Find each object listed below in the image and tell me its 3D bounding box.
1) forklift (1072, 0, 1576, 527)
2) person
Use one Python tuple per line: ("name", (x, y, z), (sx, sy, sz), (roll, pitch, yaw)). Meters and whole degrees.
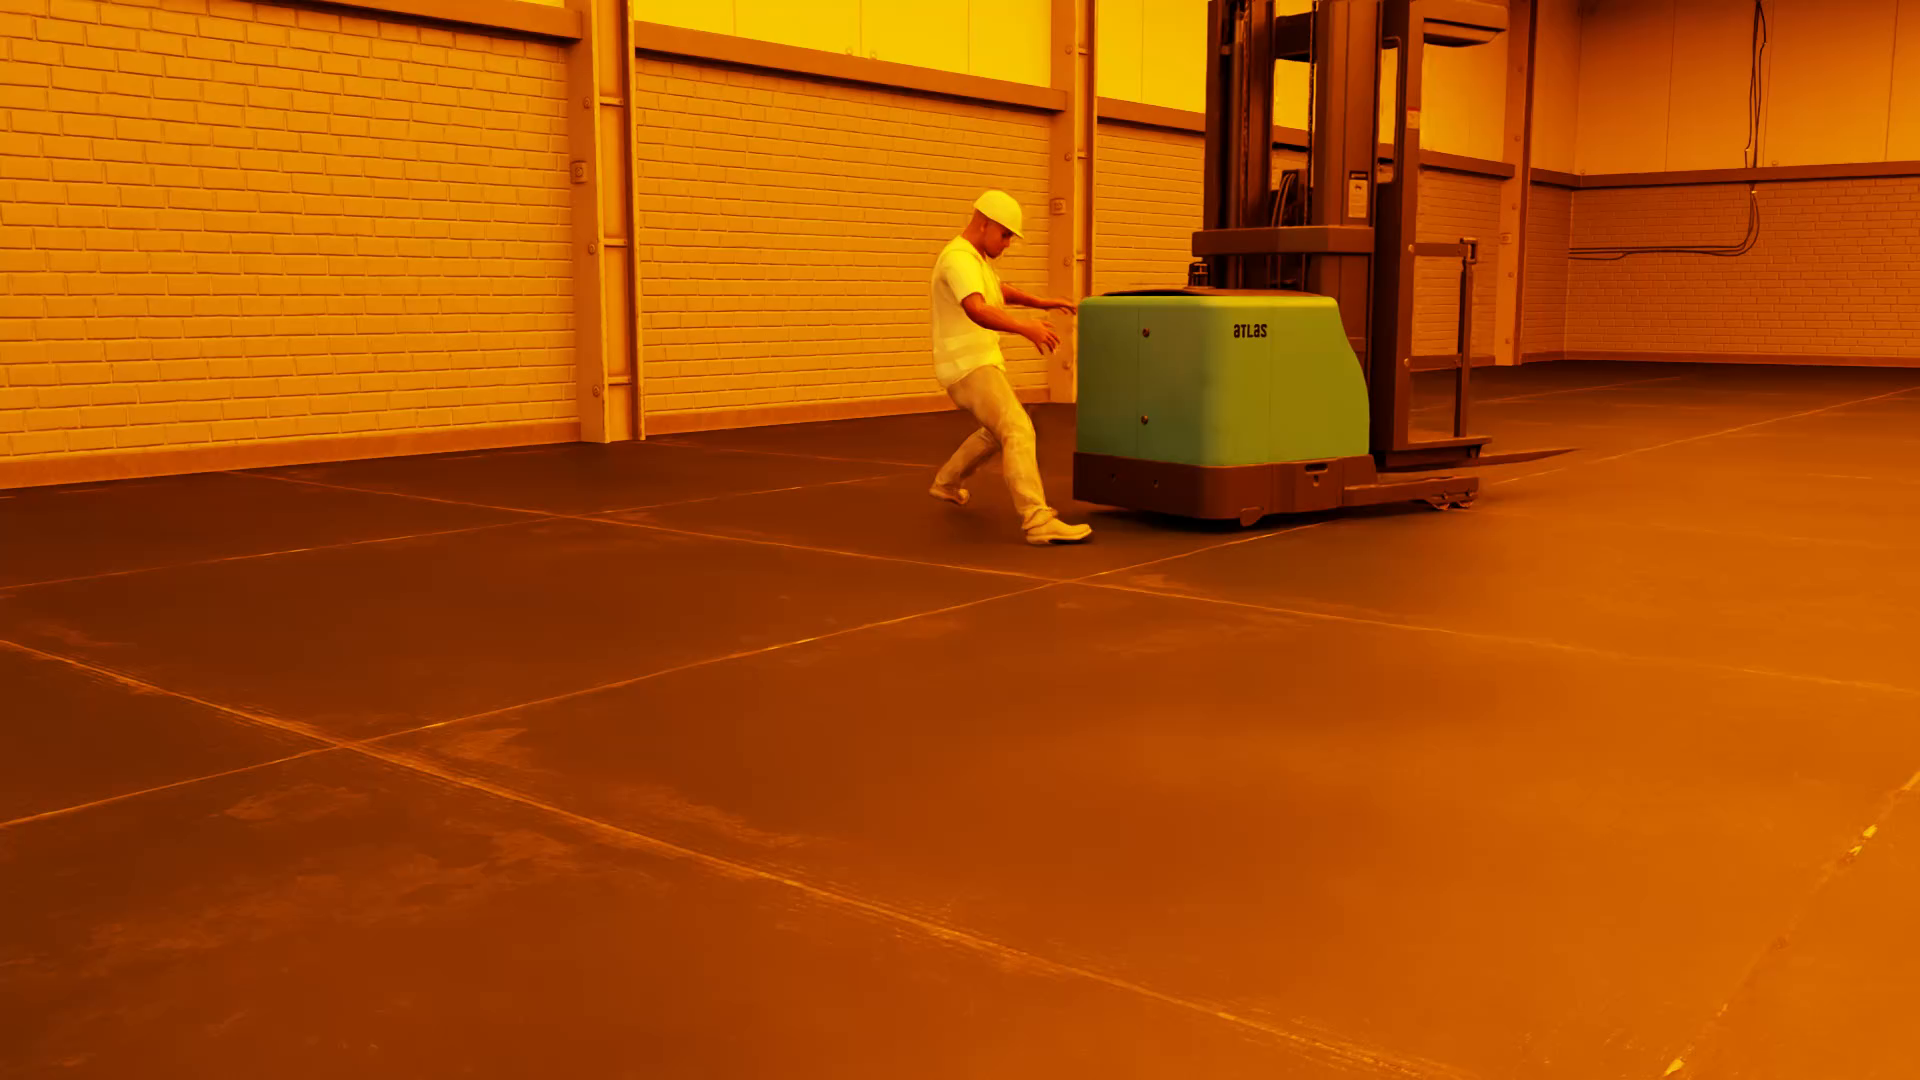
("forklift", (2.055, -1.655, 8.591), (3.031, 2.935, 1.130), (-6, 10, -35))
("person", (0.220, -0.847, 7.813), (0.831, 1.555, 1.310), (1, 8, 5))
